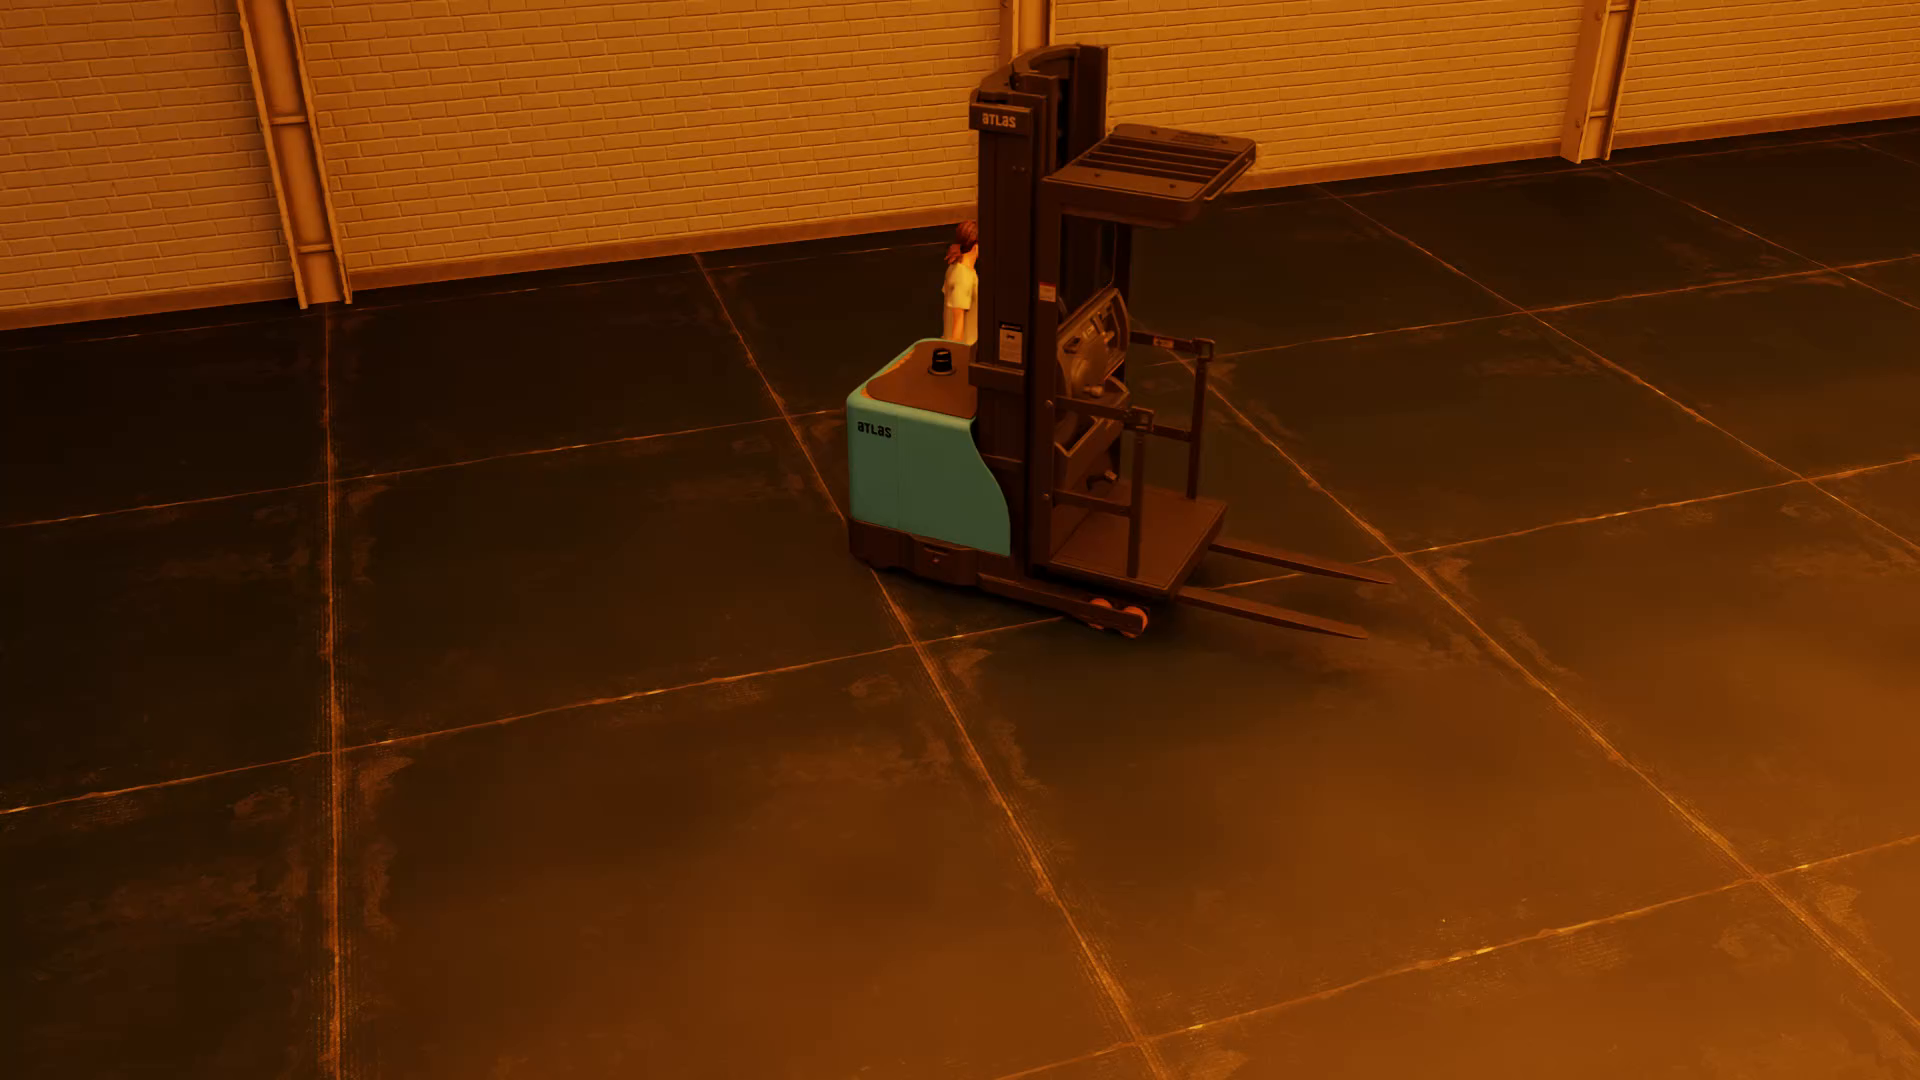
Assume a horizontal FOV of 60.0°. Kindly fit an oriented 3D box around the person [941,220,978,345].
[{"bbox_3d":[-0.024,-1.202,10.534,0.442,1.648,0.780,-1,30,-2],"label":"person"}]

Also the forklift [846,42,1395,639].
[{"bbox_3d":[0.904,-1.041,8.896,3.031,2.935,1.130,13,33,22],"label":"forklift"}]
